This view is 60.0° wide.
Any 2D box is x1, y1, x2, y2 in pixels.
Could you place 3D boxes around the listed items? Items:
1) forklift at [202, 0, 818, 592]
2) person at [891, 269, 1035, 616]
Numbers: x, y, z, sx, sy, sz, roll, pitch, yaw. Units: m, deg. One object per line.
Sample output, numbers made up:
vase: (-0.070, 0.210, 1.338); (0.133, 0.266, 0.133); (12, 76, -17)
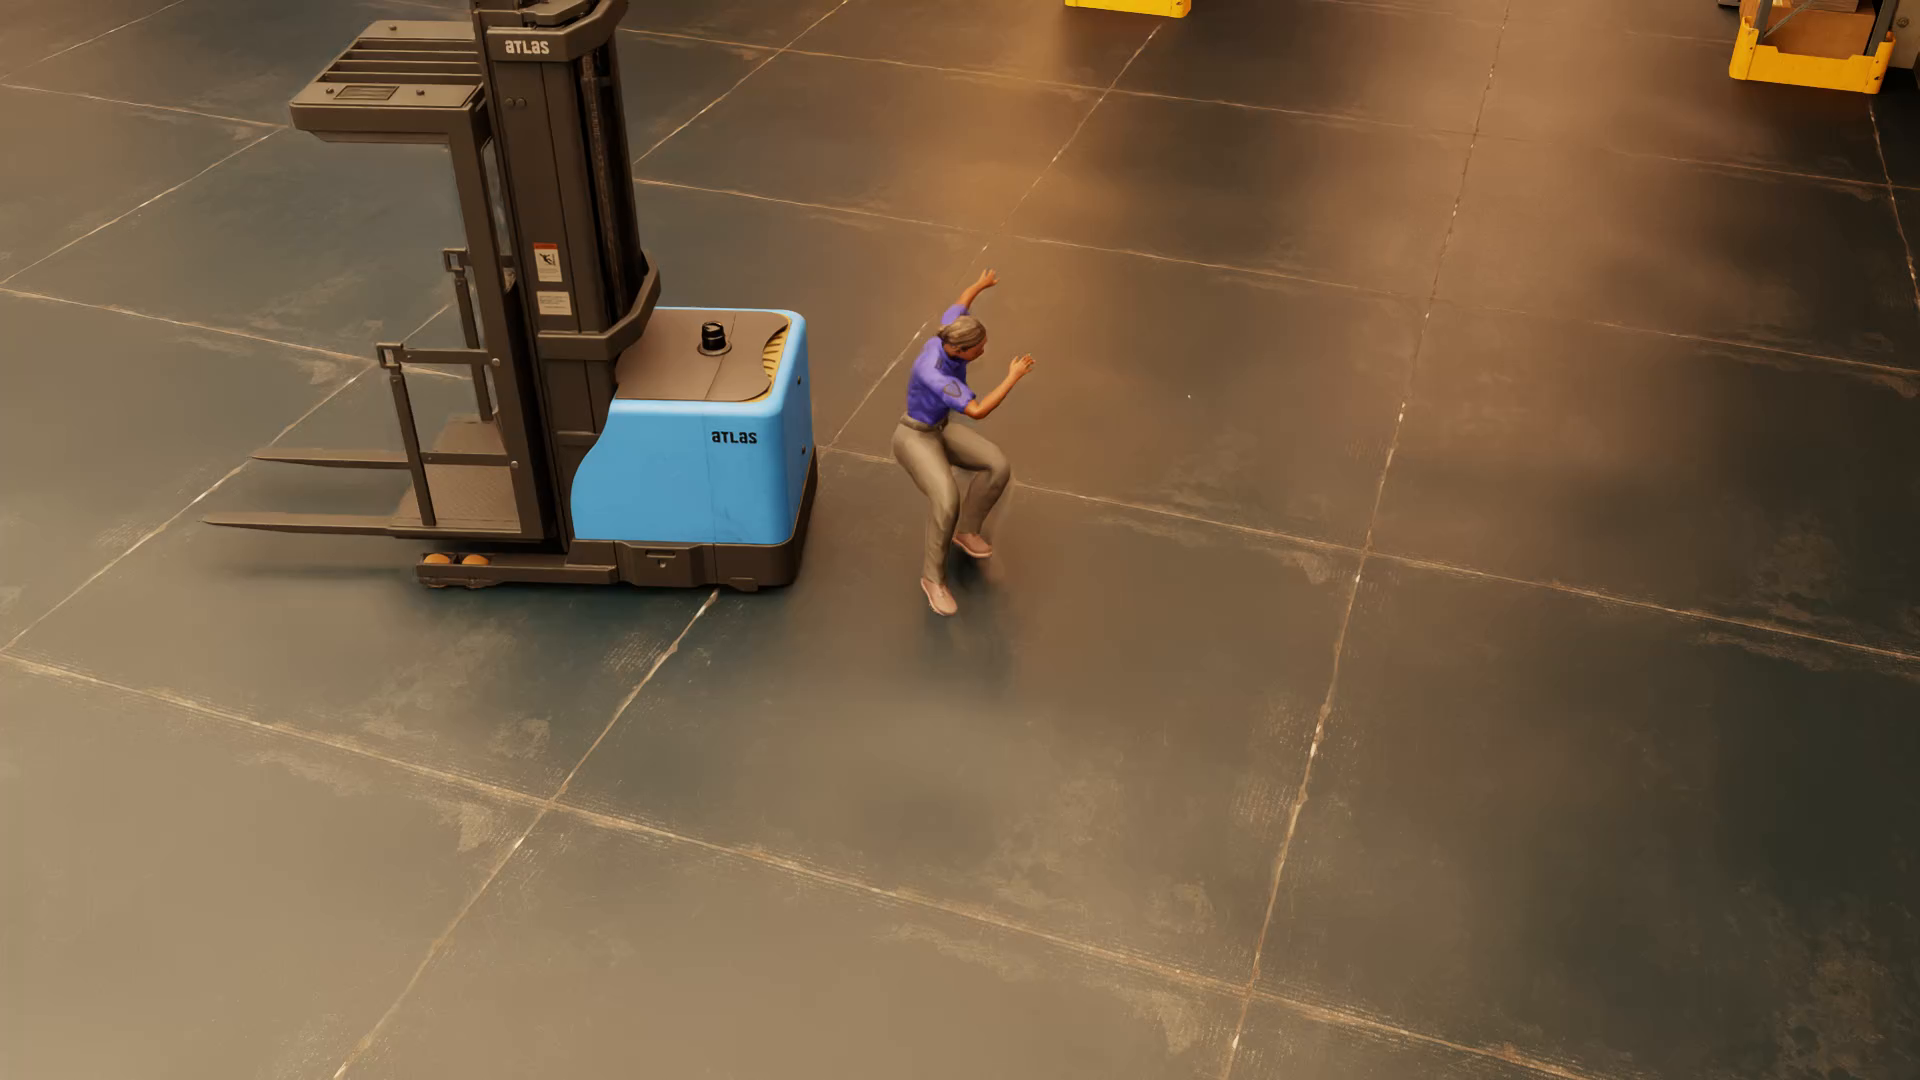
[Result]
forklift: (-2.302, -1.257, 7.883); (3.031, 2.935, 1.130); (2, 35, 2)
person: (0.049, -0.575, 8.330); (0.682, 1.347, 1.414); (14, 38, 19)
